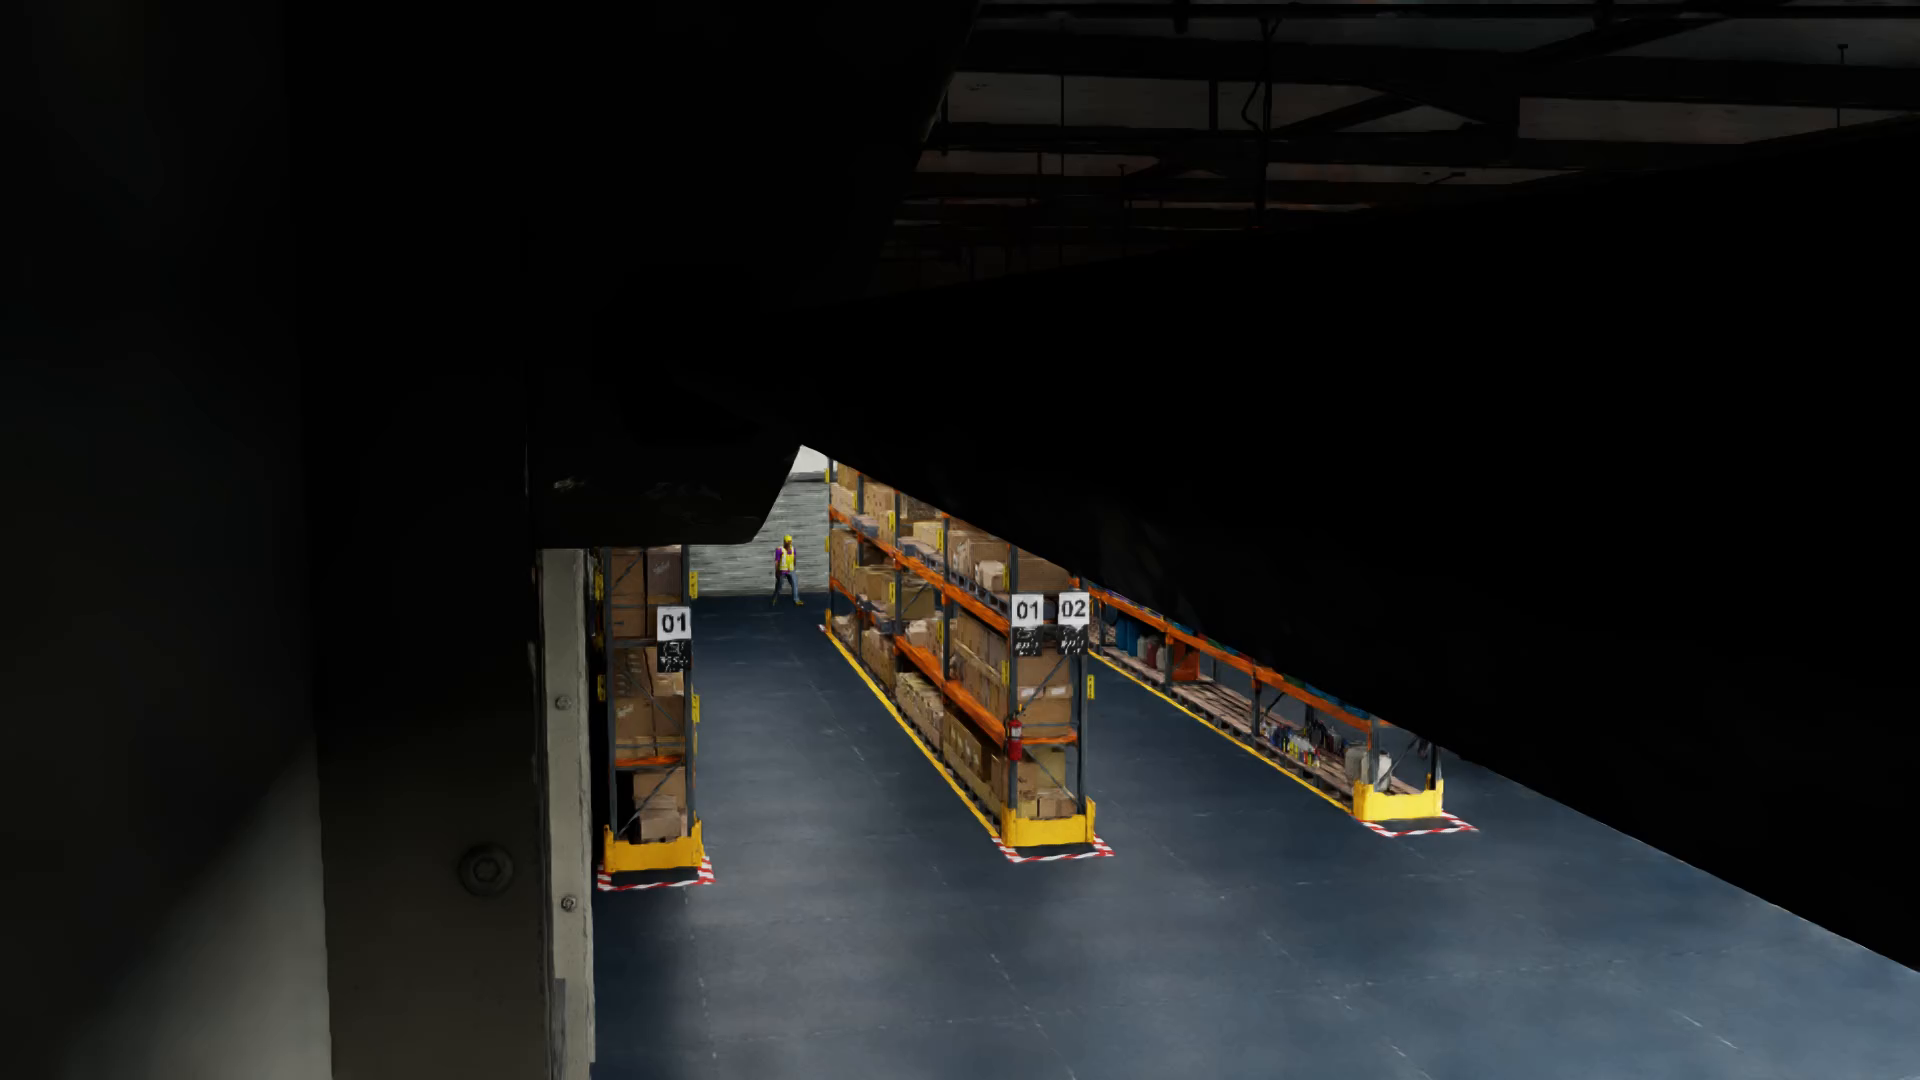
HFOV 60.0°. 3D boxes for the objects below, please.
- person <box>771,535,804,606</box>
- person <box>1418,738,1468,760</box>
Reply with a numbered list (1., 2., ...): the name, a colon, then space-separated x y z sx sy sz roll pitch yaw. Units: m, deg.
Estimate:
1. person: -4.195 0.722 40.167 0.620 1.725 0.962 -5 8 -35
2. person: 7.391 2.546 25.223 0.626 1.594 0.809 -4 8 -30
